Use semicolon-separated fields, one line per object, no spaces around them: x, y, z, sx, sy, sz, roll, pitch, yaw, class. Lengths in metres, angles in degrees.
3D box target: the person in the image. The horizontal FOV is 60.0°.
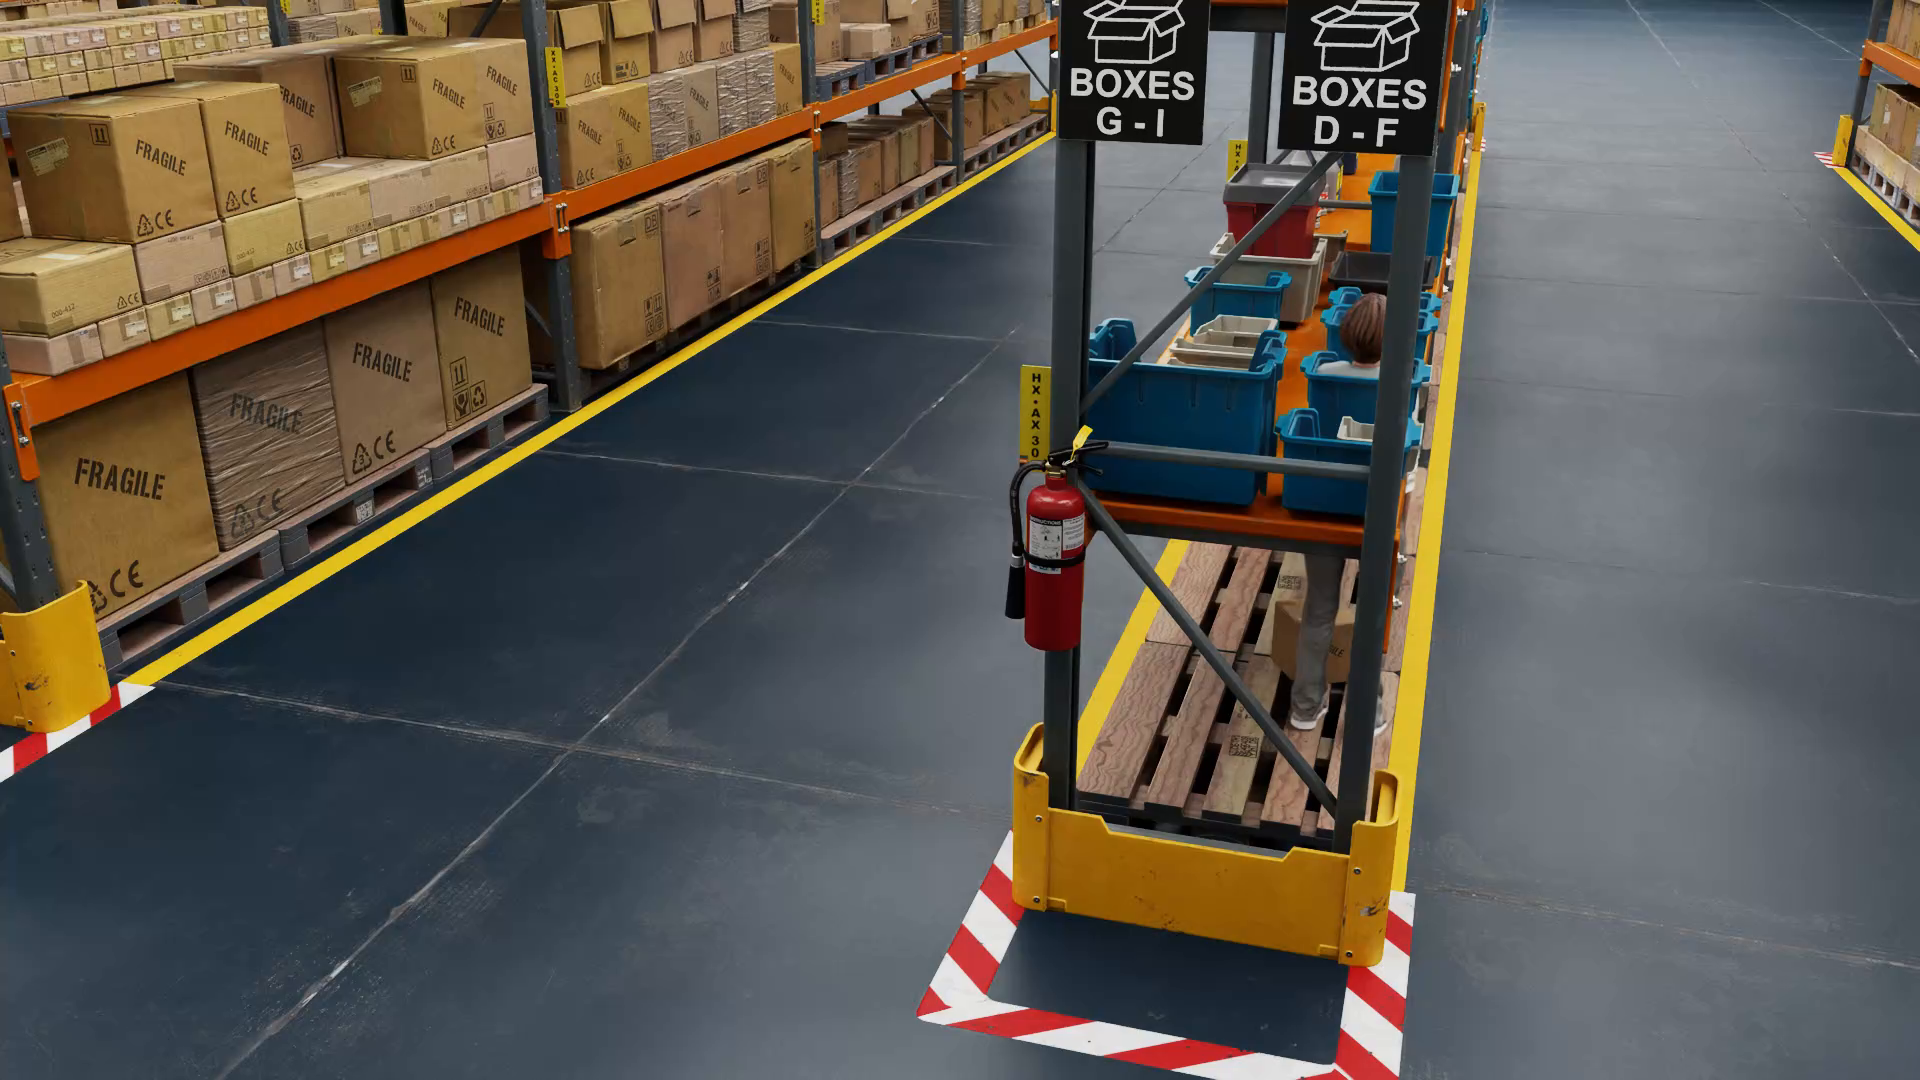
1.352;-0.068;5.725;0.408;1.598;0.307;13;26;28;person
